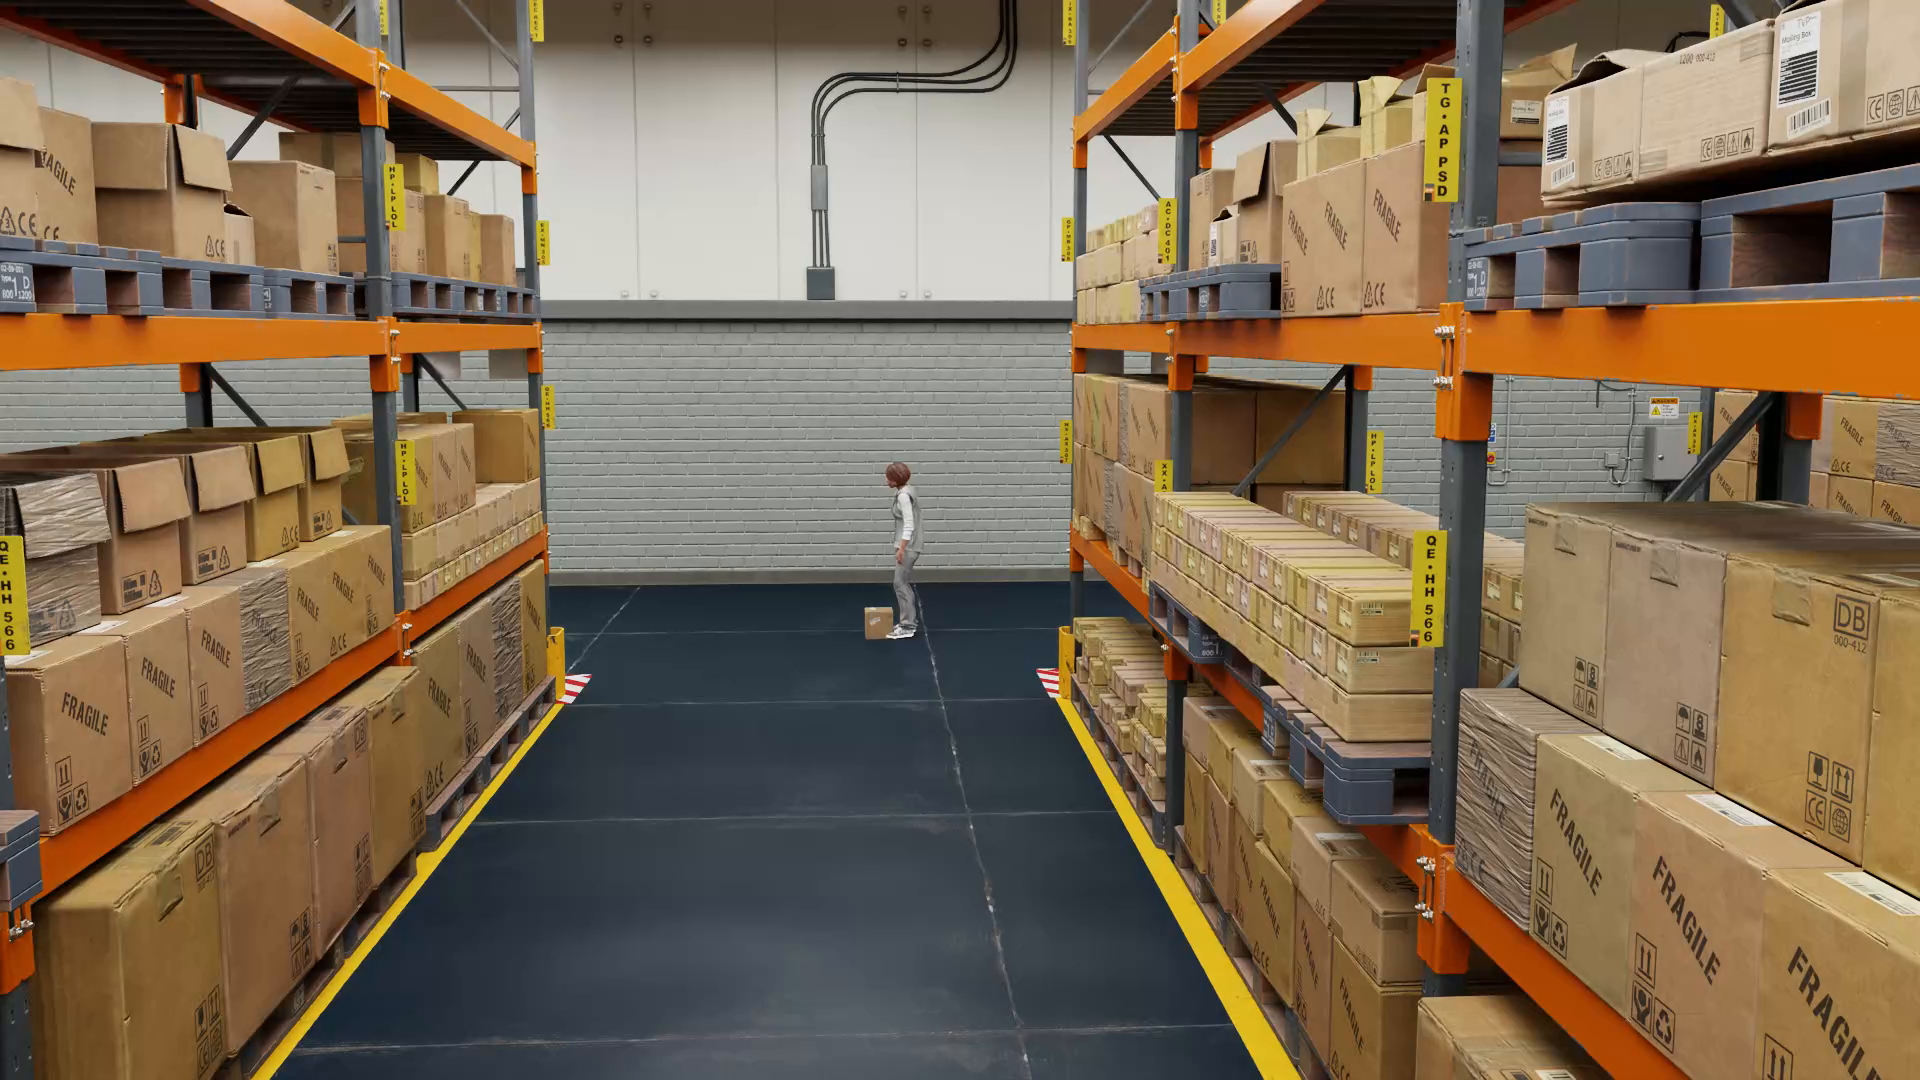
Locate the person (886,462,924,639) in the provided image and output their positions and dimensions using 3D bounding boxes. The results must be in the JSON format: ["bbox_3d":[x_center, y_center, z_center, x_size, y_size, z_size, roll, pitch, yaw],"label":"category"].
[{"bbox_3d":[-0.510,0.145,15.099,0.364,1.479,0.461,0,7,-3],"label":"person"}]
